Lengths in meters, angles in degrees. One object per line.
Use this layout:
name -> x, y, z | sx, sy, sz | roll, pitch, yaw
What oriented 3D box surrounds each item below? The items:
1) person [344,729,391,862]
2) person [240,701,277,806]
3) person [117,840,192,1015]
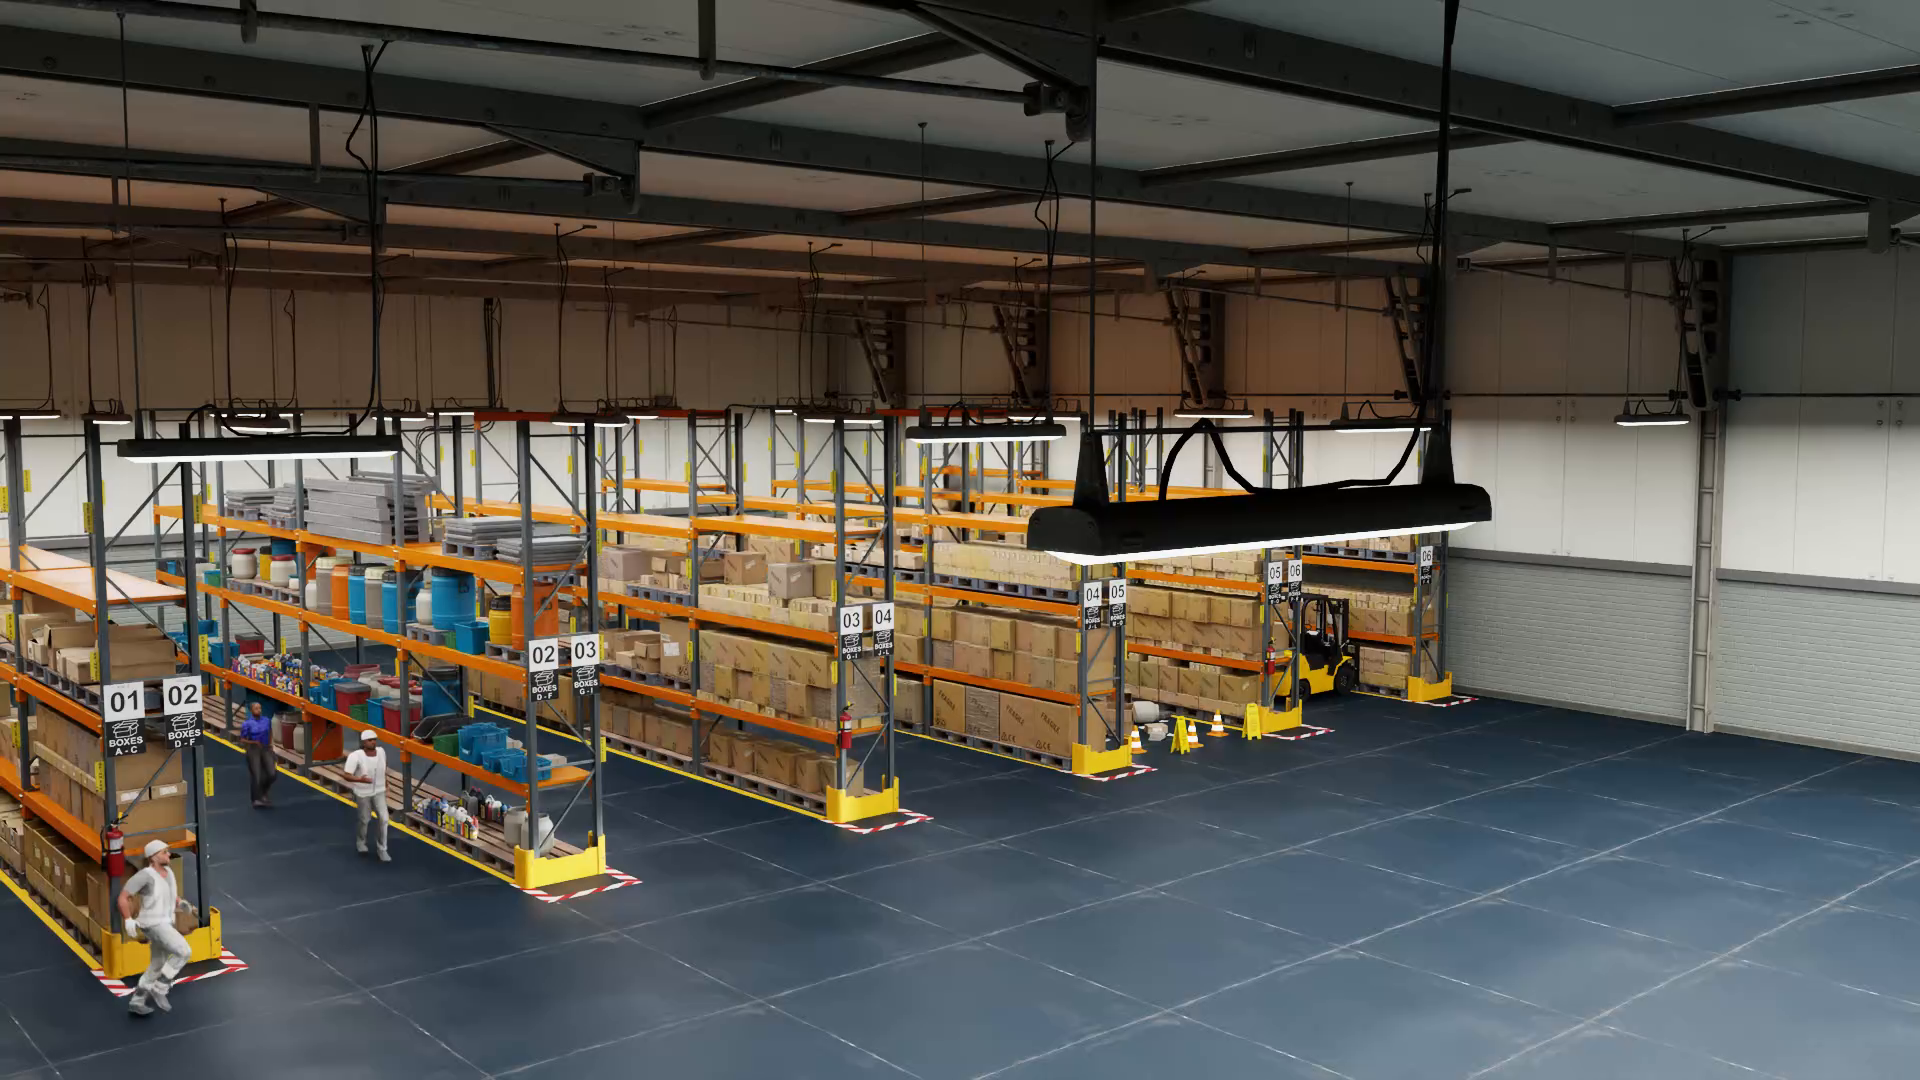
person -> -8.043, 3.476, 22.620 | 0.676, 1.825, 0.769 | -4, 6, -39
person -> -10.688, 3.280, 25.438 | 0.572, 1.618, 0.563 | 5, 7, 44
person -> -8.184, 3.949, 17.076 | 0.647, 1.715, 0.696 | 0, 5, -1
